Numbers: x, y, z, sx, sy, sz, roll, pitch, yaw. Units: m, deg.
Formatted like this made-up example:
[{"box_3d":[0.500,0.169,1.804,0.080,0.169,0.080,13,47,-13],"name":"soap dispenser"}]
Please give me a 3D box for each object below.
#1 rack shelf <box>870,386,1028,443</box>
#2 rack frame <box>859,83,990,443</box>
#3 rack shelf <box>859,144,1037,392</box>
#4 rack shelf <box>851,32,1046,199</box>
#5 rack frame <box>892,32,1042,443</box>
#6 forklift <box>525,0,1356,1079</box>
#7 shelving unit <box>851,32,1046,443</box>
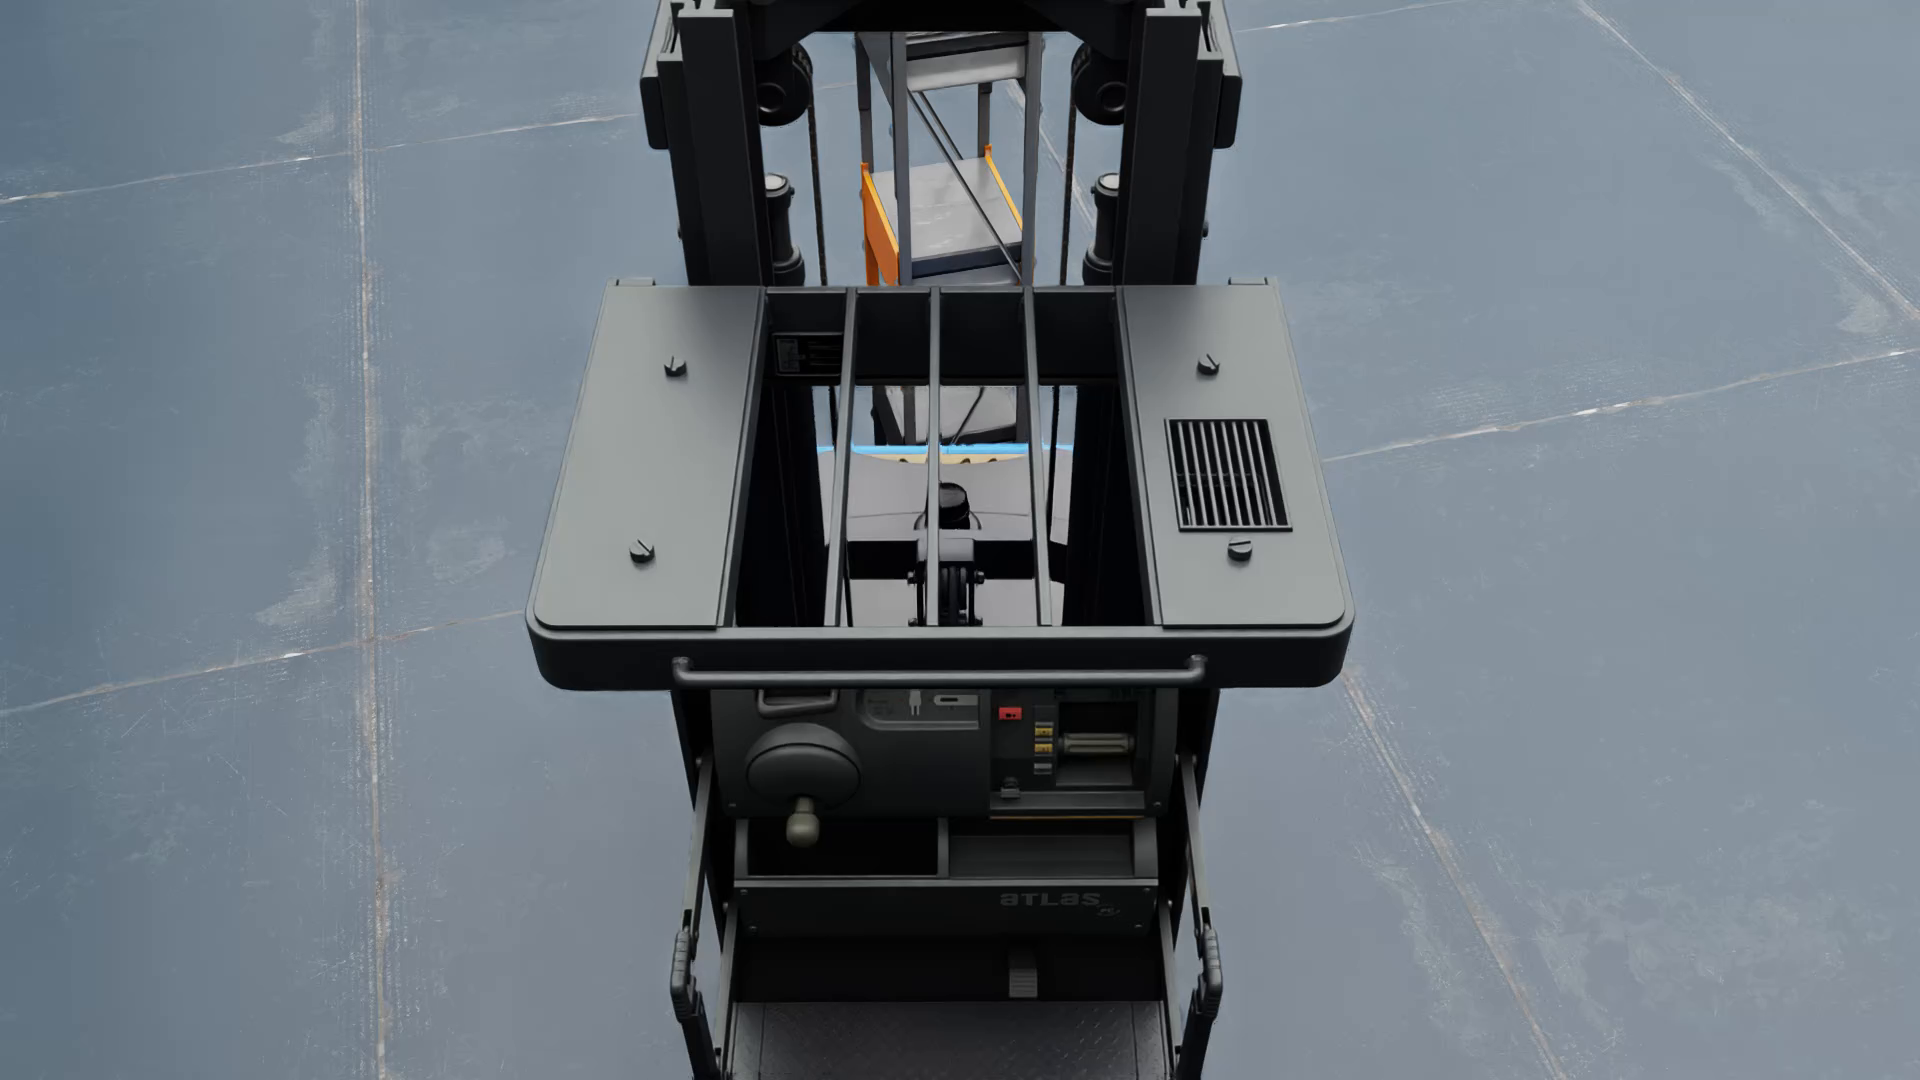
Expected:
[{"box_3d":[-0.042,-0.350,5.622,0.431,0.518,0.480,-11,47,-10],"name":"rack shelf"},{"box_3d":[-0.105,-1.018,5.277,0.400,2.100,0.015,-11,47,-10],"name":"rack frame"},{"box_3d":[-0.042,-0.840,5.122,0.431,0.518,0.480,-11,47,-10],"name":"rack shelf"},{"box_3d":[-0.042,-1.330,4.622,0.431,0.518,0.480,-11,47,-10],"name":"rack shelf"},{"box_3d":[0.020,-0.681,4.947,0.400,2.100,0.015,-11,47,-10],"name":"rack frame"},{"box_3d":[-0.027,0.514,3.195,1.130,2.935,3.031,0,46,0],"name":"forklift"},{"box_3d":[-0.042,-0.849,5.112,0.431,2.100,0.503,-11,47,-10],"name":"shelving unit"}]
